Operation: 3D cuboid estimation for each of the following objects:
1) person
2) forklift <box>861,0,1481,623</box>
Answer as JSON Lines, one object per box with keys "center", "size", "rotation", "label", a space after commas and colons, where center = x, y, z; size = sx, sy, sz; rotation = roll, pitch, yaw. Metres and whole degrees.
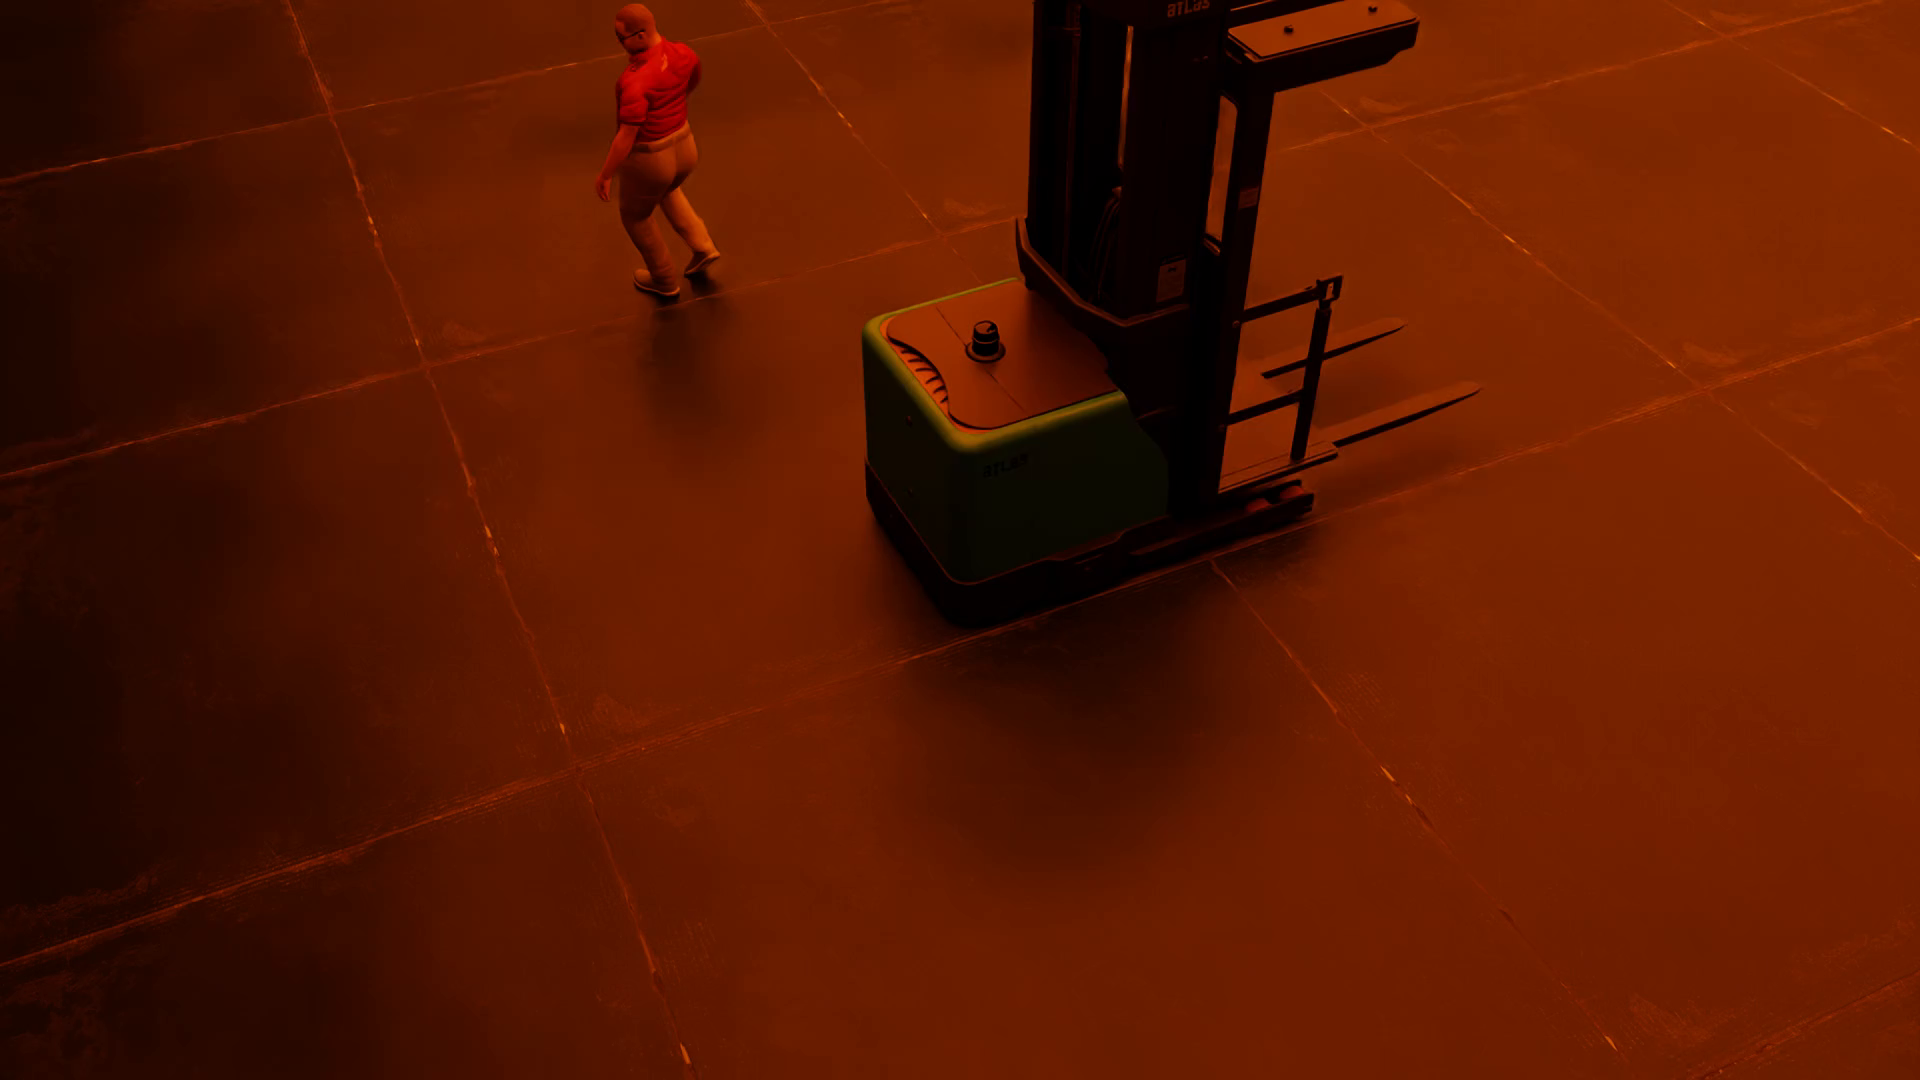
{"center": [-1.649, -2.016, 8.762], "size": [0.492, 1.707, 0.779], "rotation": [28, 50, 27], "label": "person"}
{"center": [1.105, -1.409, 7.190], "size": [3.031, 2.935, 1.130], "rotation": [-19, 46, -19], "label": "forklift"}
